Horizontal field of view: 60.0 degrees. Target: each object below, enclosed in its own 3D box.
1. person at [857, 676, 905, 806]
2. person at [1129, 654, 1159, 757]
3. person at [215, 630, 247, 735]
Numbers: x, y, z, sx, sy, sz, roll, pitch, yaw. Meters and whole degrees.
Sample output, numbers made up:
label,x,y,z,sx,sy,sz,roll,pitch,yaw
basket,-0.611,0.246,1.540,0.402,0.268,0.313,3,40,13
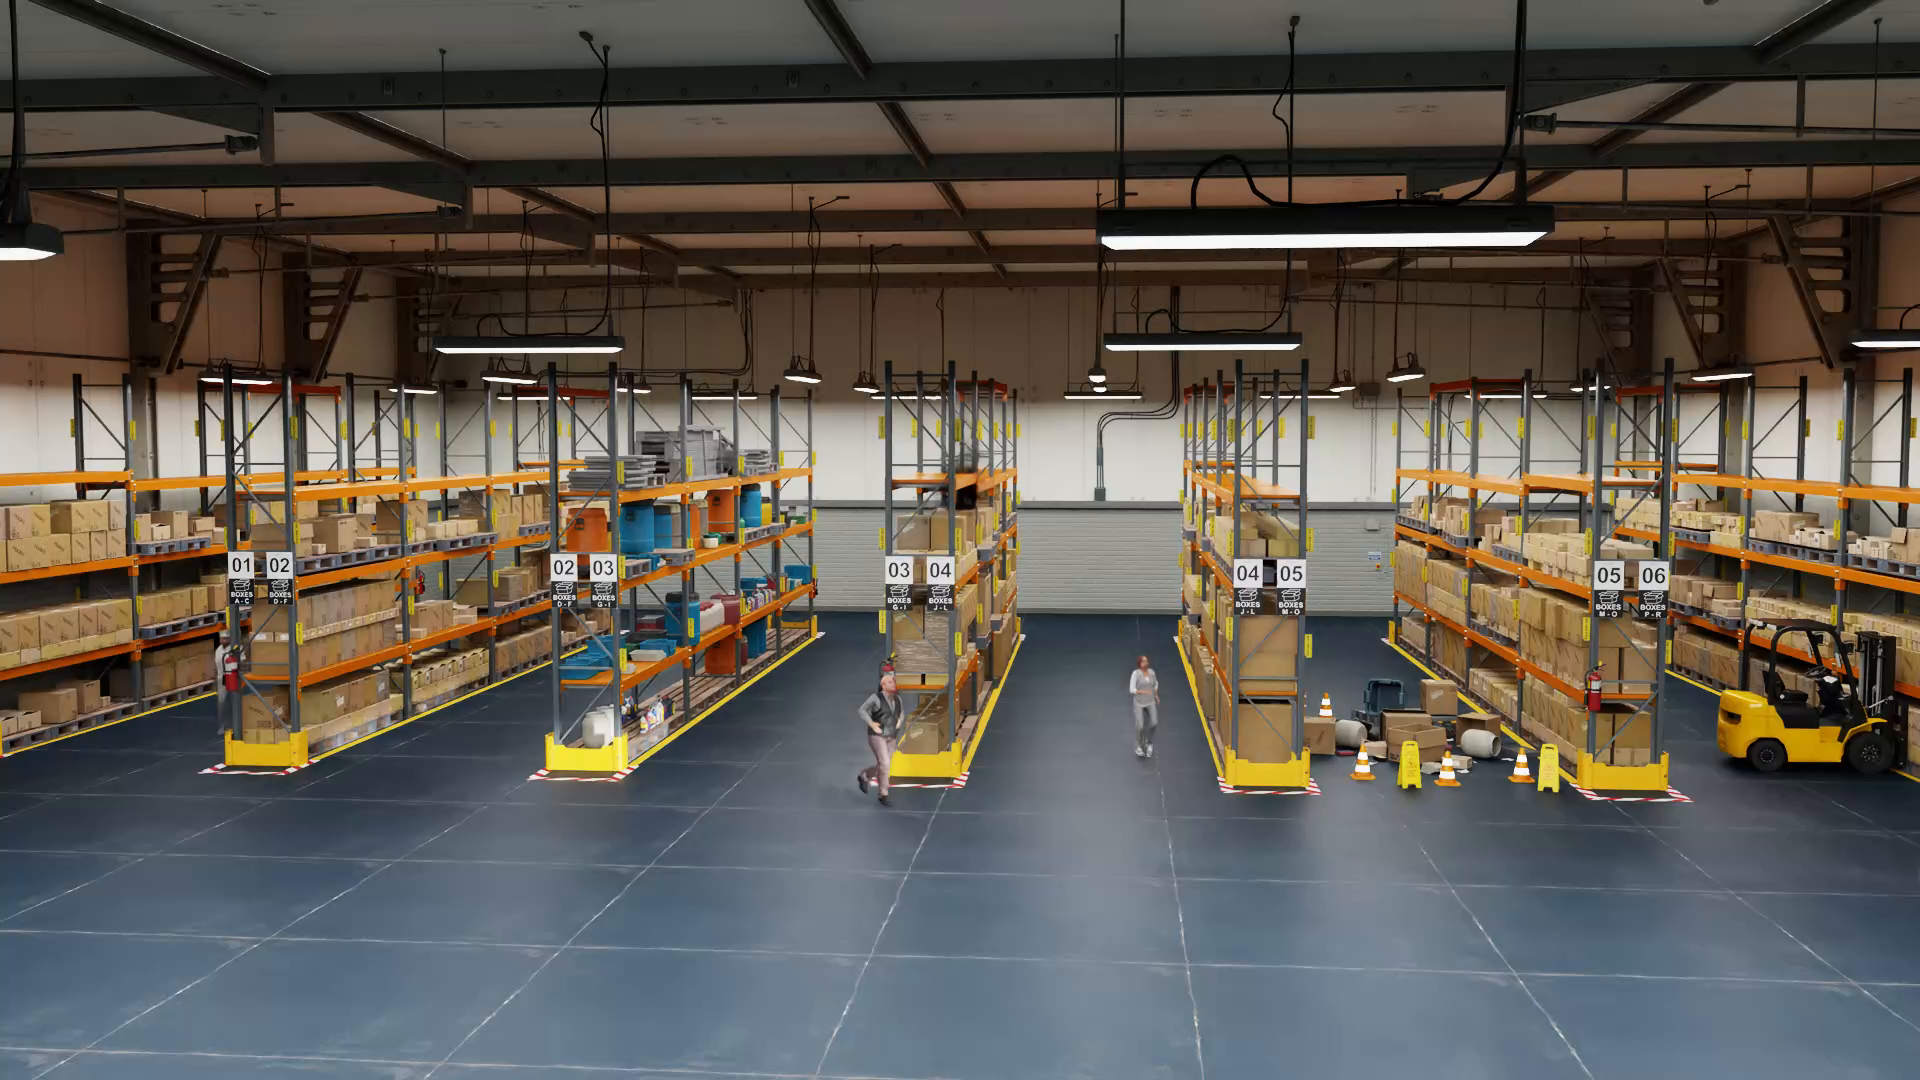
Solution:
label,x,y,z,sx,sy,sz,roll,pitch,yaw
person,-1.044,2.689,22.592,0.697,1.704,0.836,-3,5,-40
person,2.825,2.529,25.346,0.510,1.578,0.644,-1,4,-10
person,-12.109,2.356,27.678,0.587,1.764,0.725,0,4,3
